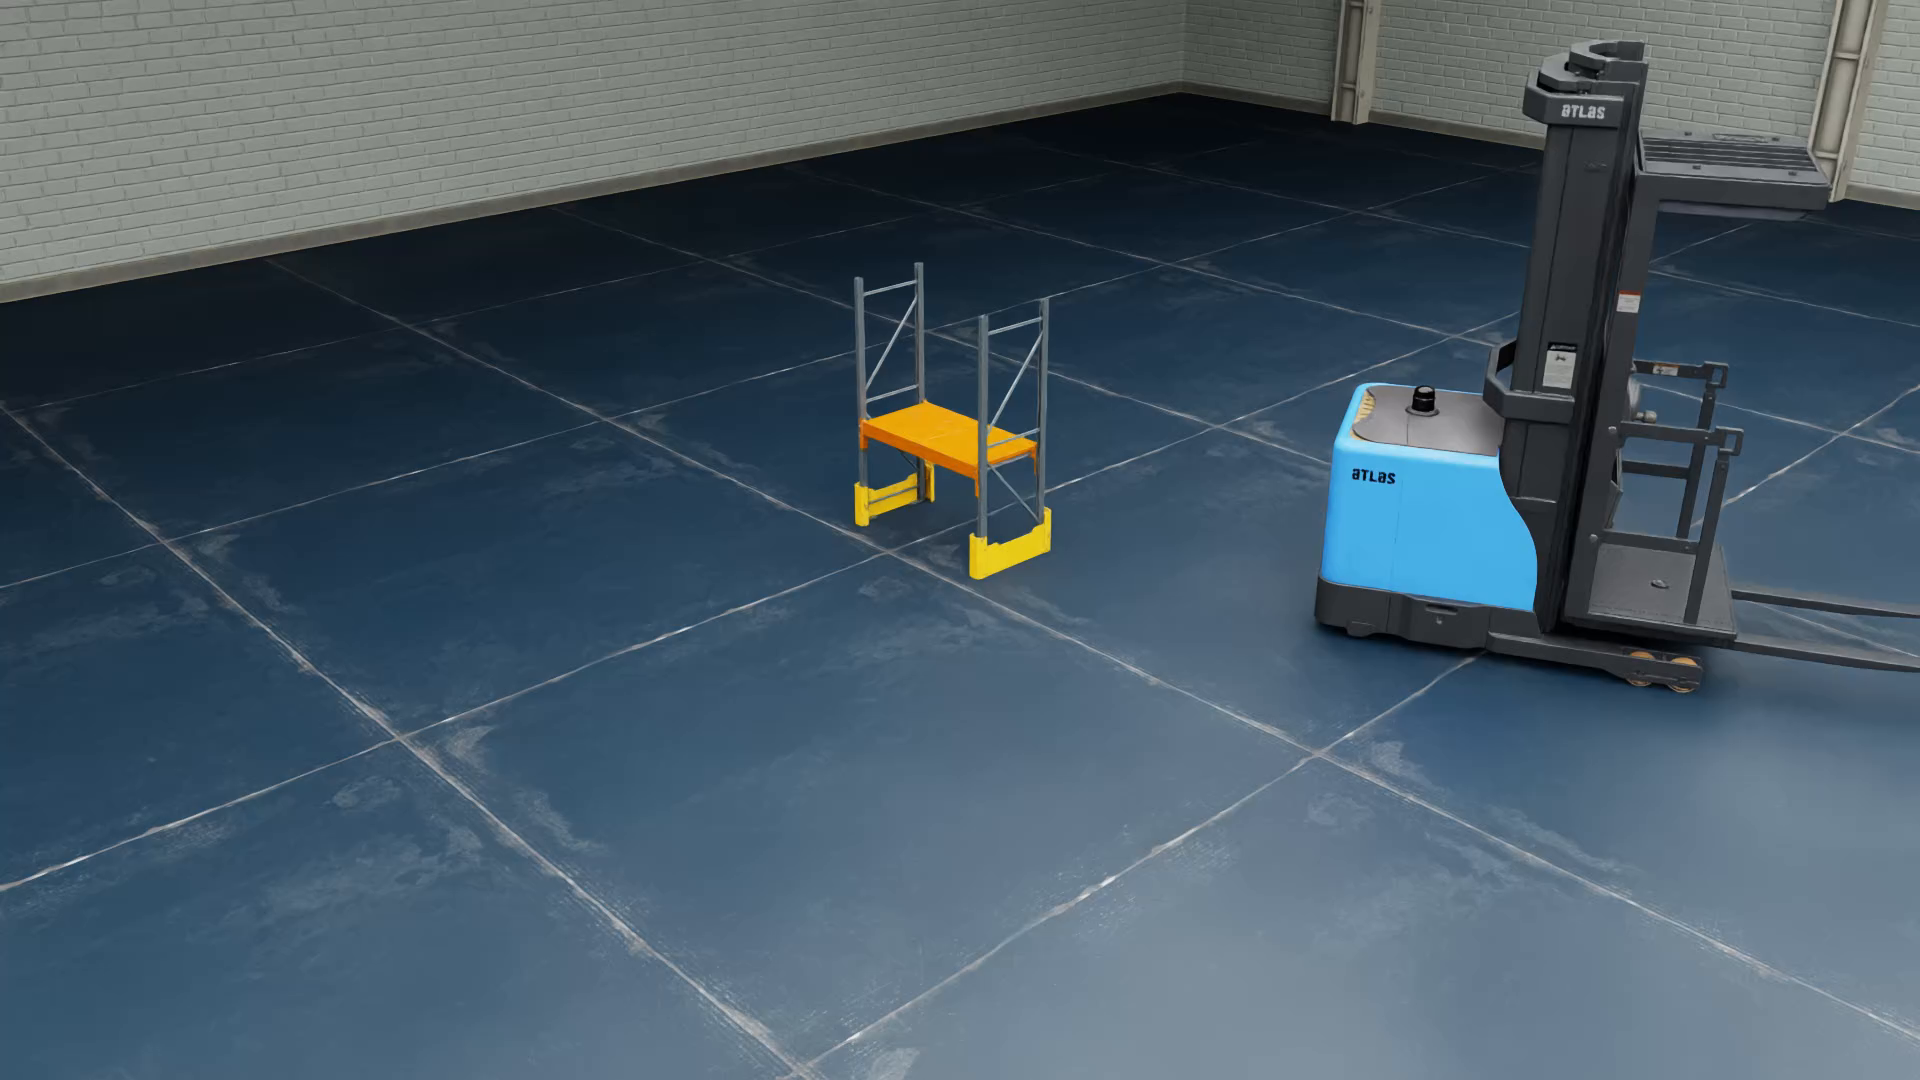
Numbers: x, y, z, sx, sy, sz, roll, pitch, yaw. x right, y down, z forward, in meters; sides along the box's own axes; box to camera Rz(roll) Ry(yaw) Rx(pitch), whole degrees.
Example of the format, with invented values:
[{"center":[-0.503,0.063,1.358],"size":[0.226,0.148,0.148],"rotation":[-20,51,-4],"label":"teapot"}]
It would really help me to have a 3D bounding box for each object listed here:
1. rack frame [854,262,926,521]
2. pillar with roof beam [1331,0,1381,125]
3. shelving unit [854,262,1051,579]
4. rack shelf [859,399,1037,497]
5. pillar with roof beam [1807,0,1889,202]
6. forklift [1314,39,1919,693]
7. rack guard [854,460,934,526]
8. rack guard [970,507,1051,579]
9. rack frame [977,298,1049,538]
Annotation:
[{"center":[-0.406,-0.862,9.833],"size":[0.500,1.500,0.032],"rotation":[-21,32,-38],"label":"rack frame"},{"center":[1.962,-8.359,17.232],"size":[9.100,9.000,0.400],"rotation":[-21,32,-38],"label":"pillar with roof beam"},{"center":[-0.052,-0.705,9.489],"size":[0.587,1.500,1.083],"rotation":[-21,32,-38],"label":"shelving unit"},{"center":[-0.058,-0.545,9.570],"size":[0.538,0.185,1.000],"rotation":[-21,32,-38],"label":"rack shelf"},{"center":[6.063,-6.541,13.247],"size":[9.100,9.000,0.400],"rotation":[-21,32,-38],"label":"pillar with roof beam"},{"center":[3.428,-0.838,8.055],"size":[3.031,2.935,1.130],"rotation":[8,26,17],"label":"forklift"},{"center":[-0.392,-0.288,10.079],"size":[0.587,0.250,0.087],"rotation":[-21,32,-38],"label":"rack guard"},{"center":[0.288,0.014,9.418],"size":[0.587,0.250,0.087],"rotation":[-21,32,-38],"label":"rack guard"},{"center":[0.289,-0.554,9.158],"size":[0.500,1.500,0.032],"rotation":[-21,32,-38],"label":"rack frame"}]
